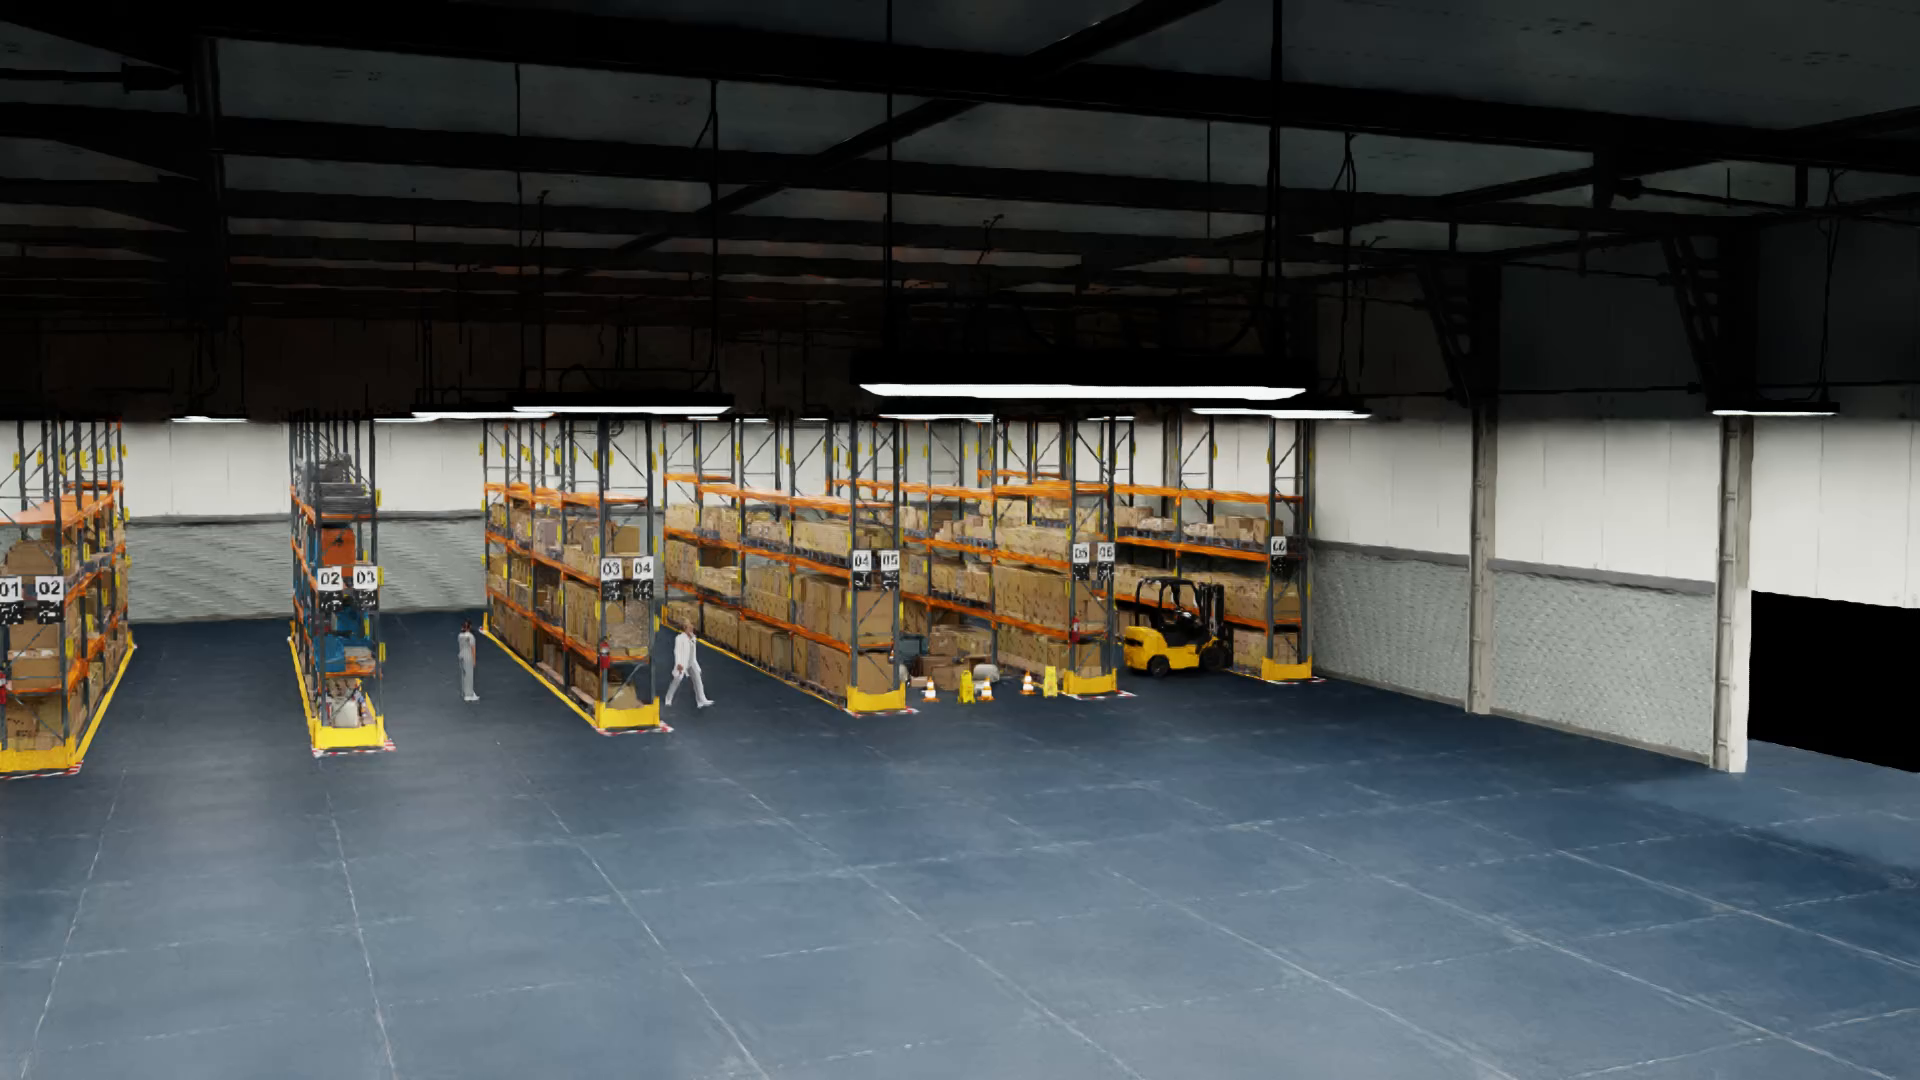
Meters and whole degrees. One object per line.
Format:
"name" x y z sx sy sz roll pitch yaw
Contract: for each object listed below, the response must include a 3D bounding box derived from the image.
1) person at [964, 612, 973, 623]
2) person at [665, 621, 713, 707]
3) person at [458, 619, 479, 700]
"person" 0.084 1.473 47.873 0.583 1.768 0.629 0 4 -1
"person" -5.535 2.497 33.569 1.012 1.749 0.620 3 5 41
"person" -10.178 2.459 34.470 0.496 1.675 0.441 3 5 38
